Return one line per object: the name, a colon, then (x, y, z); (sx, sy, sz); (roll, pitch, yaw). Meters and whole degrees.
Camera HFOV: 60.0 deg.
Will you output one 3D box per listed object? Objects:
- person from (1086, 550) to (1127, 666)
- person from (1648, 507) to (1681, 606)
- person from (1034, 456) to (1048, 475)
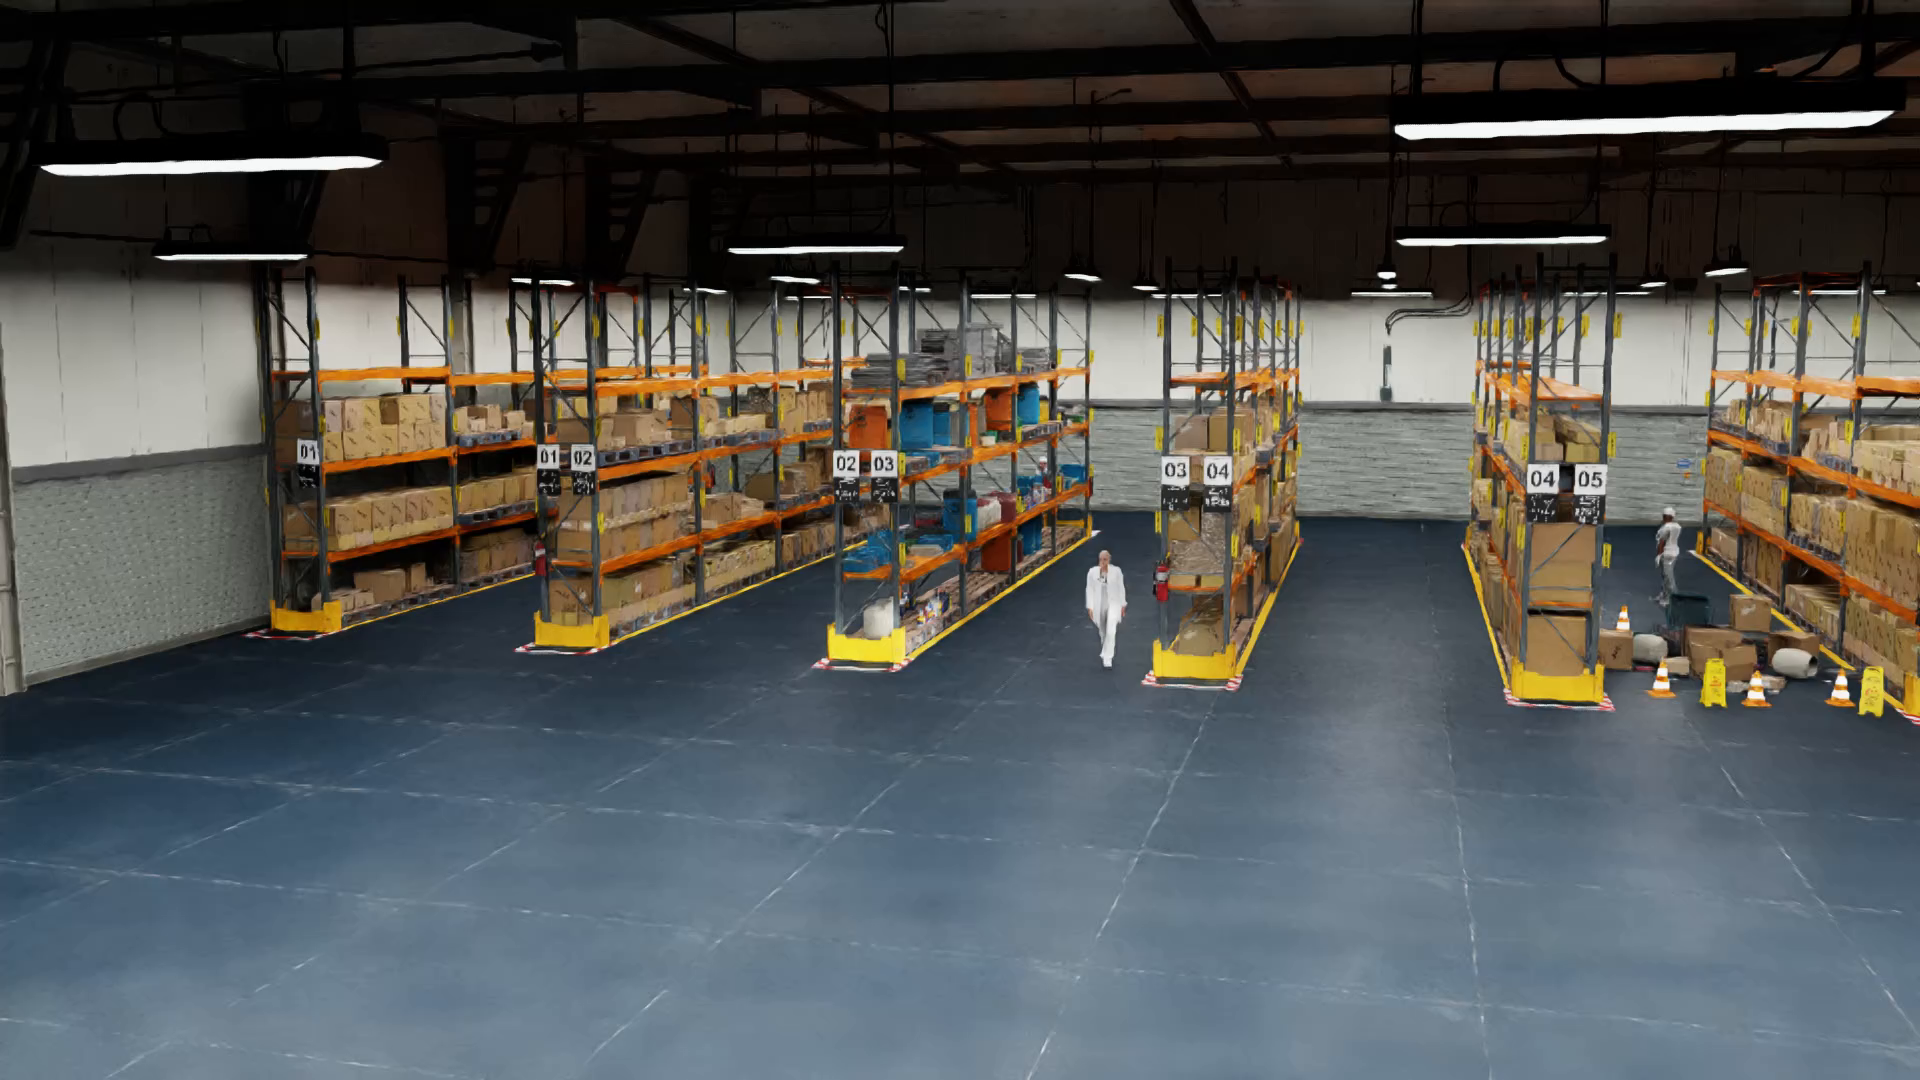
person: (2.158, 0.985, 24.902); (0.585, 1.696, 1.174); (2, 8, 19)
person: (12.790, 0.283, 30.153); (0.578, 1.783, 0.656); (7, 10, 42)
person: (2.153, -1.316, 43.050); (0.539, 1.715, 1.031); (3, 8, 23)
